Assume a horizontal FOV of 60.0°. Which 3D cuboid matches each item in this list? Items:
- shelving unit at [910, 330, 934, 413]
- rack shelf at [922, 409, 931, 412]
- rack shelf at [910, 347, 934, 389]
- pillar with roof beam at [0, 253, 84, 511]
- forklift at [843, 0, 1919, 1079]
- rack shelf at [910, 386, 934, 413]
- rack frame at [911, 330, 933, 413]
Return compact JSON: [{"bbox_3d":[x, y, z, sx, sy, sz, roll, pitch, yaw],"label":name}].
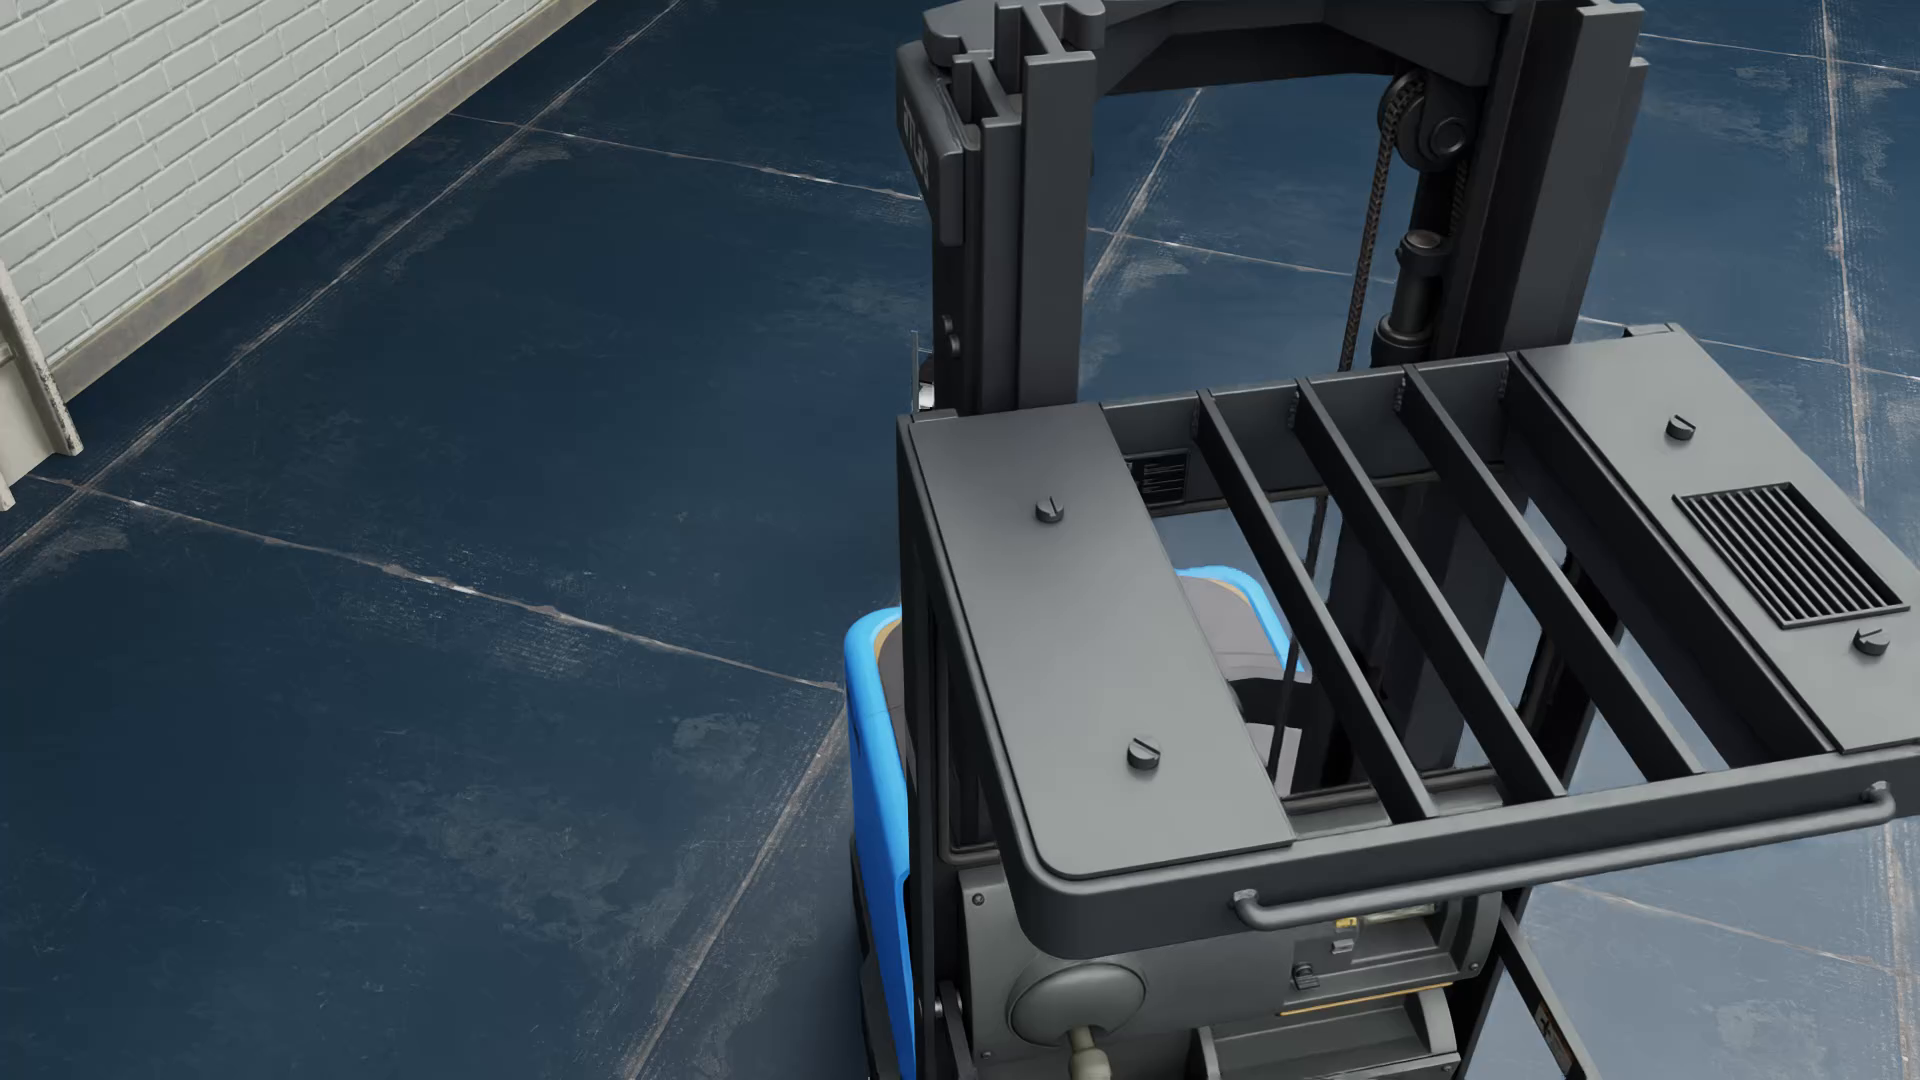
[{"bbox_3d":[-0.003,-0.337,5.452,0.258,0.900,0.210,13,42,15],"label":"shelving unit"},{"bbox_3d":[-0.003,-0.381,5.415,0.258,0.077,0.200,13,42,15],"label":"rack shelf"},{"bbox_3d":[-0.003,-0.517,5.299,0.258,0.077,0.200,13,42,15],"label":"rack shelf"},{"bbox_3d":[0.598,-2.723,2.008,9.100,9.000,0.400,13,42,15],"label":"pillar with roof beam"},{"bbox_3d":[0.510,0.747,2.616,1.130,2.935,3.031,-8,41,-9],"label":"forklift"},{"bbox_3d":[-0.003,-0.449,5.357,0.258,0.077,0.200,13,42,15],"label":"rack shelf"},{"bbox_3d":[-0.038,-0.275,5.379,0.240,0.900,0.006,13,42,15],"label":"rack frame"}]
